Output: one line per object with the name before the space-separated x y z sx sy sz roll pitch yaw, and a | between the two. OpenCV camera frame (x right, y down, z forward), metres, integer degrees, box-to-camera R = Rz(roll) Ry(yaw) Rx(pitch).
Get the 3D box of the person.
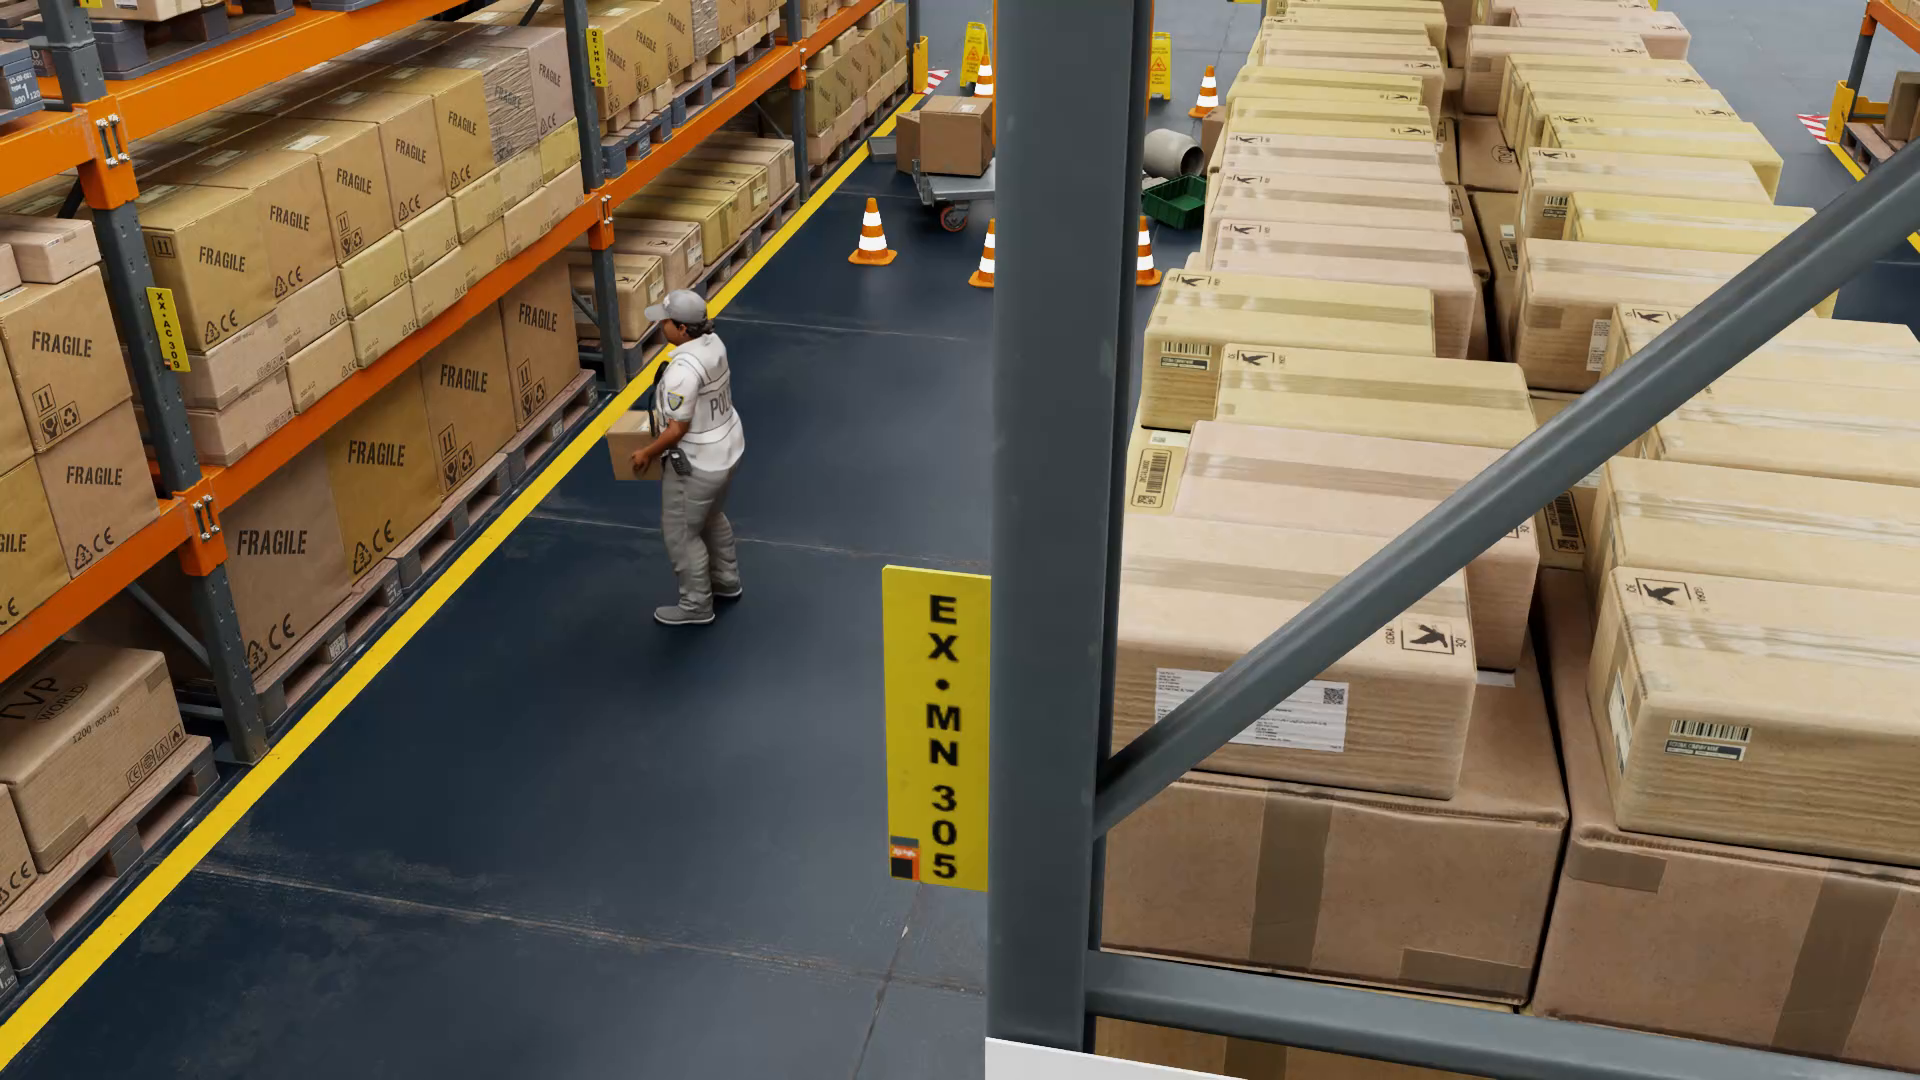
person | -1.272 -0.387 7.812 0.490 1.671 0.493 6 29 10
